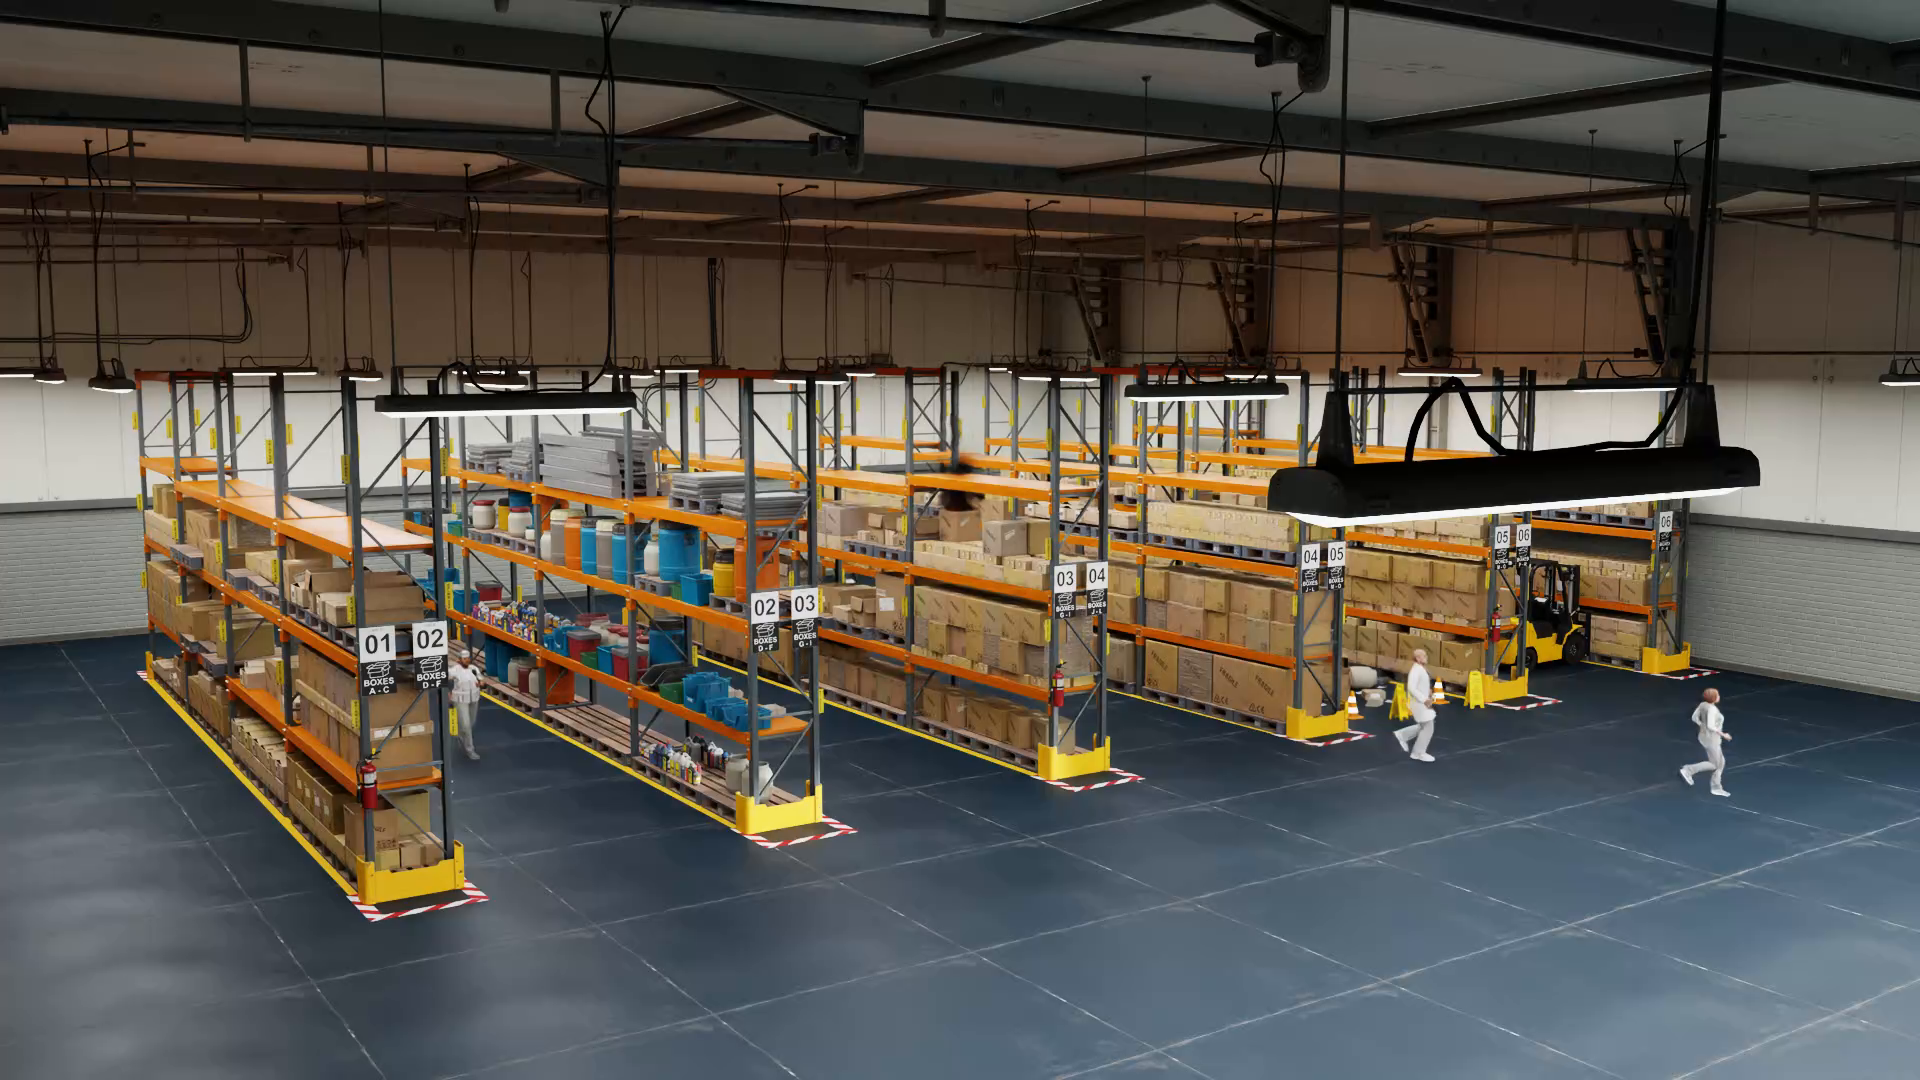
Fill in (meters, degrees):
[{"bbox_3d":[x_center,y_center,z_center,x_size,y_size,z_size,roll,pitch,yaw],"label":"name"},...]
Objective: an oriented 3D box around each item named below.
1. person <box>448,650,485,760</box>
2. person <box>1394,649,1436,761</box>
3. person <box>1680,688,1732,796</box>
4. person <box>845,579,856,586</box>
[{"bbox_3d":[-7.749,2.547,26.085,0.915,1.667,0.601,6,9,44],"label":"person"},{"bbox_3d":[7.099,2.556,25.895,0.629,1.749,0.707,2,7,19],"label":"person"},{"bbox_3d":[10.679,2.888,23.795,0.729,1.574,0.548,1,6,7],"label":"person"},{"bbox_3d":[-2.246,1.639,34.036,0.698,1.718,0.610,-5,8,-35],"label":"person"}]
